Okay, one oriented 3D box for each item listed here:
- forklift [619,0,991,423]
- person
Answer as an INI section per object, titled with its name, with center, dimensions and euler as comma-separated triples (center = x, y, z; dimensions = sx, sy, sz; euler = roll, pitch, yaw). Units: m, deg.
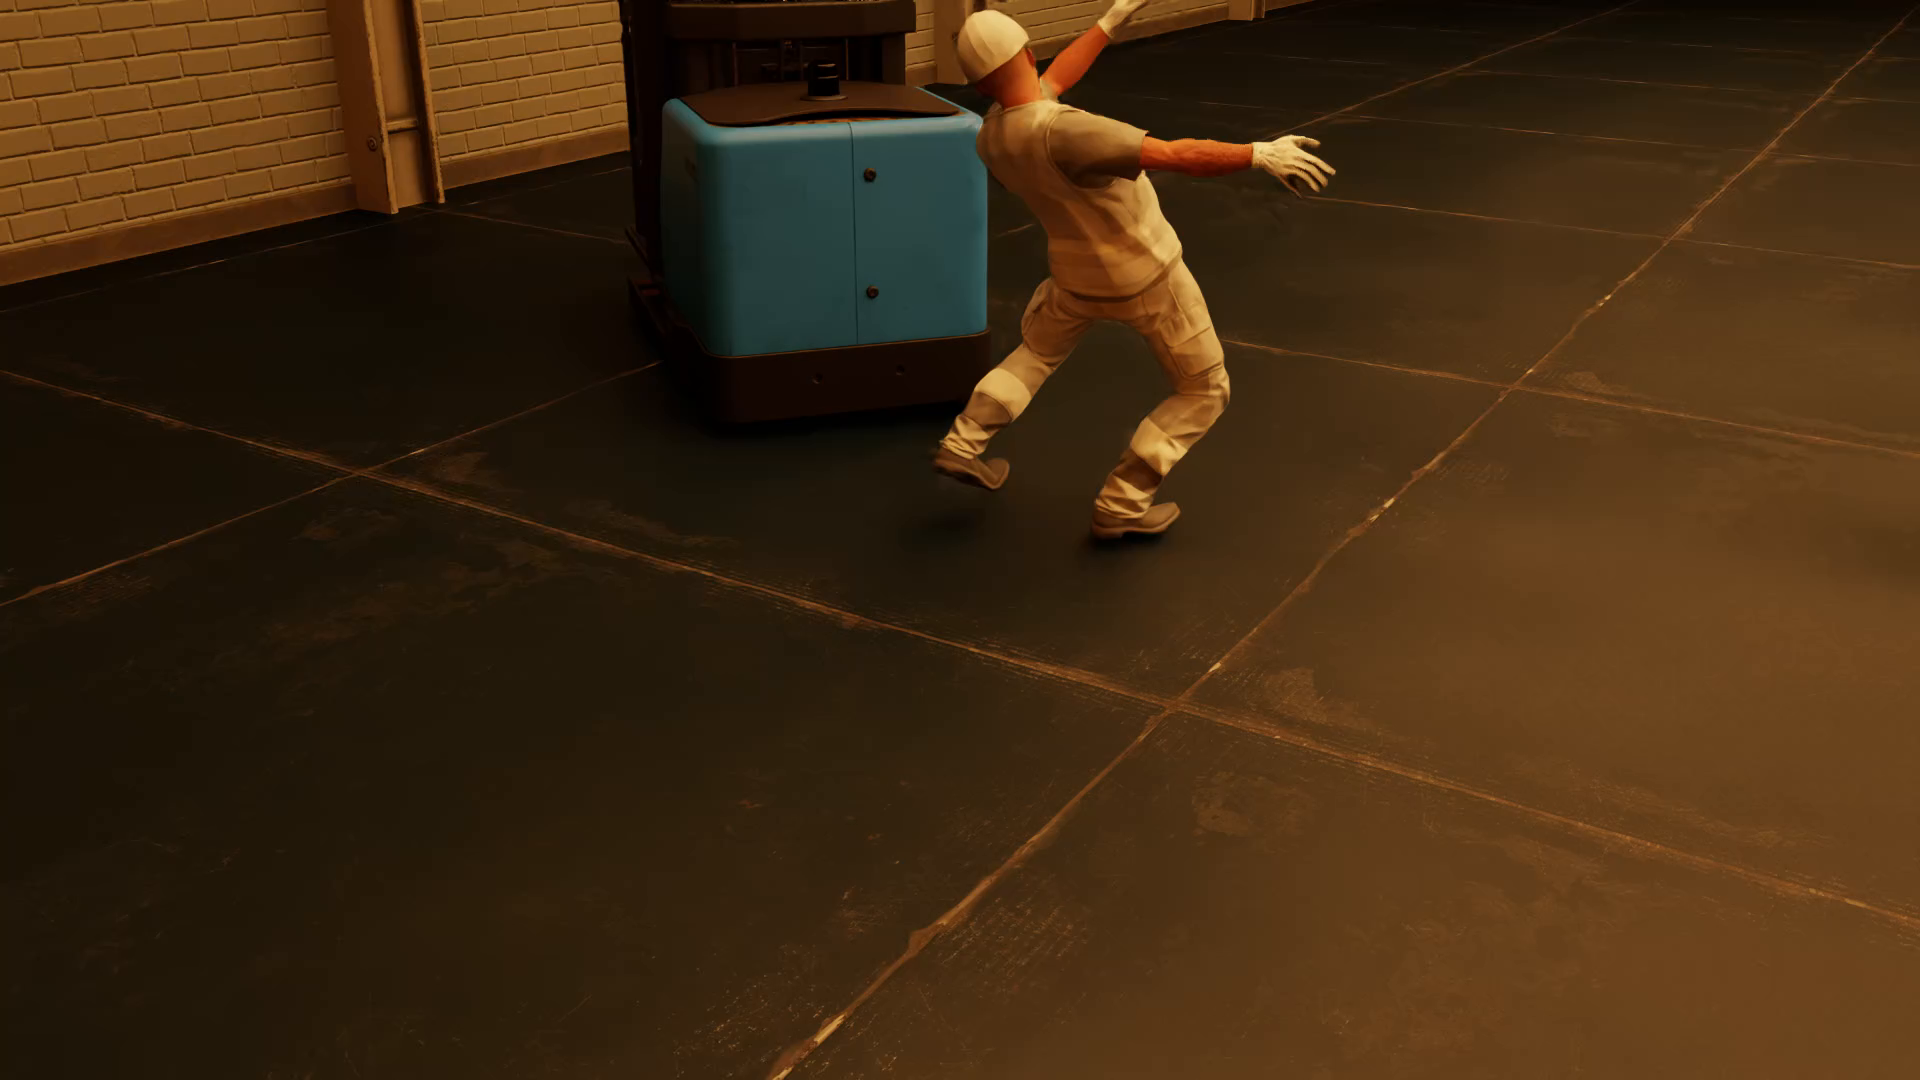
[forklift]
center = -0.831, -2.307, 6.704
dimensions = 1.130, 2.935, 3.031
euler = -7, 24, -17
[person]
center = 0.505, -0.748, 4.759
dimensions = 1.101, 1.555, 0.741
euler = 20, 30, 39
